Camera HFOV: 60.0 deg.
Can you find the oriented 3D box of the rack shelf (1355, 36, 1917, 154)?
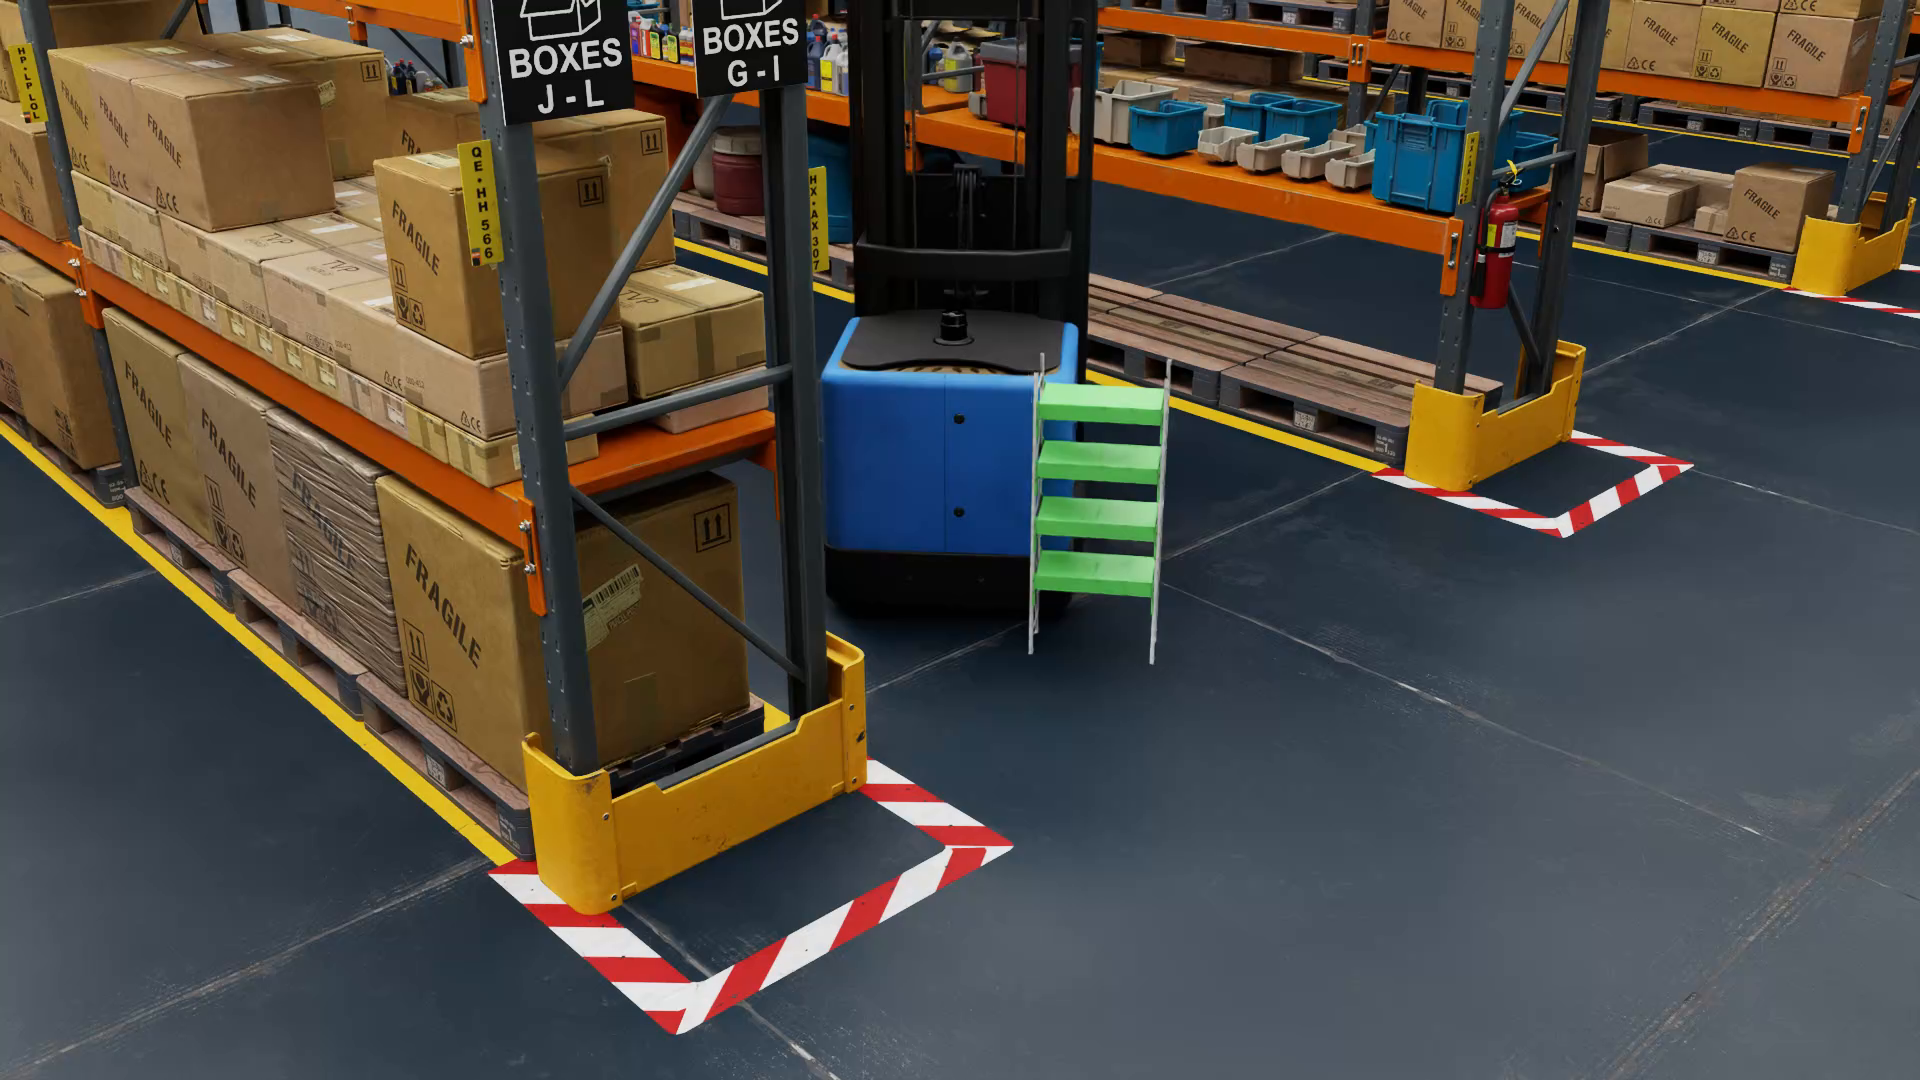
[{"bbox_3d":[5.005,-3.495,12.665,1.077,0.370,4.000,-21,32,-38],"label":"rack shelf"}]

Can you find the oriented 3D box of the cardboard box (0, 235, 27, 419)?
[{"bbox_3d":[-4.659,-1.303,9.045,0.875,0.875,1.225,22,33,40],"label":"cardboard box"}]

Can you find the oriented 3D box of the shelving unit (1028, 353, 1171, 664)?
[{"bbox_3d":[0.544,-0.114,6.554,0.503,1.200,0.258,4,25,8],"label":"shelving unit"}]

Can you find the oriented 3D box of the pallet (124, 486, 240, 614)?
[{"bbox_3d":[-3.133,-0.098,7.711,1.003,0.211,1.213,-21,32,-38],"label":"pallet"}]

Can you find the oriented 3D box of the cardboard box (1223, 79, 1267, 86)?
[{"bbox_3d":[2.777,-4.019,15.428,0.500,0.500,0.500,-21,32,-38],"label":"cardboard box"}]

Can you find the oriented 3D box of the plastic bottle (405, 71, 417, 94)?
[{"bbox_3d":[-5.664,-4.693,17.167,0.061,0.283,0.133,-21,32,-38],"label":"plastic bottle"}]

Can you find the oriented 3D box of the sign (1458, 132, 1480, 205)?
[{"bbox_3d":[2.364,-1.726,7.723,0.100,0.325,0.005,-21,32,-38],"label":"sign"}]

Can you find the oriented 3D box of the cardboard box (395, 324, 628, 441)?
[{"bbox_3d":[-1.386,-0.546,5.156,0.500,0.250,0.500,-22,32,-39],"label":"cardboard box"}]

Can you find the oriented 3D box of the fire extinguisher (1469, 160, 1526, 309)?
[{"bbox_3d":[2.526,-1.433,7.820,0.296,0.674,0.183,-21,32,-38],"label":"fire extinguisher"}]

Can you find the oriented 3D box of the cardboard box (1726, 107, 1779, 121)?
[{"bbox_3d":[8.029,-4.480,16.462,0.700,0.500,0.500,-22,32,-39],"label":"cardboard box"}]

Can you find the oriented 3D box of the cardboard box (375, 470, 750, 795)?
[{"bbox_3d":[-1.357,0.197,5.759,0.875,0.875,0.875,-21,32,-38],"label":"cardboard box"}]

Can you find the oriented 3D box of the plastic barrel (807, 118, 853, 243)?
[{"bbox_3d":[-0.823,-2.645,11.956,0.600,0.901,0.708,-21,32,-38],"label":"plastic barrel"}]

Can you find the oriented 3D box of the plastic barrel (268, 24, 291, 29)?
[{"bbox_3d":[-7.676,-5.542,18.775,0.421,0.512,0.421,0,25,0],"label":"plastic barrel"}]

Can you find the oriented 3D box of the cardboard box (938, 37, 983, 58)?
[{"bbox_3d":[0.007,-5.080,17.403,0.500,0.311,0.500,-22,32,-39],"label":"cardboard box"}]

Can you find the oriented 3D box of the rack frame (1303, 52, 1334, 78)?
[{"bbox_3d":[4.518,-7.047,19.583,1.000,3.000,0.127,-21,32,-38],"label":"rack frame"}]

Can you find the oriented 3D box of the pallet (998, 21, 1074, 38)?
[{"bbox_3d":[1.299,-7.184,23.242,1.003,0.211,1.213,-21,32,-38],"label":"pallet"}]

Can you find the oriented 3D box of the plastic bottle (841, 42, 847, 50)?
[{"bbox_3d":[-0.762,-3.454,11.856,0.152,0.276,0.135,-21,32,-38],"label":"plastic bottle"}]

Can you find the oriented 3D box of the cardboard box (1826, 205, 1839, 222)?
[{"bbox_3d":[6.337,-2.344,12.179,0.380,0.149,0.250,-21,32,-38],"label":"cardboard box"}]

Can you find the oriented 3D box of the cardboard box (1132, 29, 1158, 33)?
[{"bbox_3d":[2.689,-6.961,21.877,0.700,0.500,0.500,-22,32,-39],"label":"cardboard box"}]

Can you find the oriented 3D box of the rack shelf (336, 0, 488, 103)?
[{"bbox_3d":[-2.228,-2.051,5.884,1.077,0.370,4.000,-21,32,-38],"label":"rack shelf"}]

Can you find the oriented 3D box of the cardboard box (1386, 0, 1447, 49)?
[{"bbox_3d":[3.788,-4.242,13.315,0.500,0.500,0.500,-20,31,-37],"label":"cardboard box"}]

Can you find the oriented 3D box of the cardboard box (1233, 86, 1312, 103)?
[{"bbox_3d":[2.760,-3.712,14.754,0.500,0.500,0.500,-21,32,-38],"label":"cardboard box"}]

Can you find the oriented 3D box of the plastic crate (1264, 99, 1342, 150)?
[{"bbox_3d":[1.926,-2.331,9.375,0.416,0.233,0.300,-21,32,-38],"label":"plastic crate"}]

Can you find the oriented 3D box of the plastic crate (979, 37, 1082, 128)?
[{"bbox_3d":[0.447,-2.739,9.991,0.402,0.464,0.583,-21,32,-38],"label":"plastic crate"}]

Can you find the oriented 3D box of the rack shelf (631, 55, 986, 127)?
[{"bbox_3d":[-1.347,-3.303,12.243,1.077,0.370,4.000,-21,32,-38],"label":"rack shelf"}]

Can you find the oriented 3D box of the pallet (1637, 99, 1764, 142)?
[{"bbox_3d":[7.715,-4.314,16.952,1.003,0.211,1.213,-21,32,-38],"label":"pallet"}]

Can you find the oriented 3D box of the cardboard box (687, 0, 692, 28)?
[{"bbox_3d":[-2.984,-6.517,20.326,0.500,0.500,0.500,-21,32,-38],"label":"cardboard box"}]

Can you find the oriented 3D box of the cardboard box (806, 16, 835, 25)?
[{"bbox_3d":[-1.729,-5.852,19.094,0.500,0.311,0.500,-21,32,-38],"label":"cardboard box"}]

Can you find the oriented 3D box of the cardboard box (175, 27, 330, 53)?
[{"bbox_3d":[-3.086,-1.964,7.361,0.500,0.500,0.500,-20,31,-37],"label":"cardboard box"}]

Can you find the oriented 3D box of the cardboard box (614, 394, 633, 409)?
[{"bbox_3d":[-1.039,-0.572,5.692,0.380,0.149,0.250,-22,32,-39],"label":"cardboard box"}]

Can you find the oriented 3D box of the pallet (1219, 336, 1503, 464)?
[{"bbox_3d":[2.219,-0.805,9.260,1.003,0.211,1.213,-21,32,-38],"label":"pallet"}]

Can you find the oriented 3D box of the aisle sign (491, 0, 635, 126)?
[{"bbox_3d":[-1.031,-1.483,4.256,0.394,0.787,0.004,-21,32,-38],"label":"aisle sign"}]

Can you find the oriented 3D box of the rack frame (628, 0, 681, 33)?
[{"bbox_3d":[-2.714,-4.236,13.422,1.000,3.000,0.127,-21,32,-38],"label":"rack frame"}]

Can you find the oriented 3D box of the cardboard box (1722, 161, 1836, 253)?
[{"bbox_3d":[5.821,-2.375,11.823,0.500,0.500,0.500,-21,32,-38],"label":"cardboard box"}]

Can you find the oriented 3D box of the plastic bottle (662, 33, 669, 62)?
[{"bbox_3d":[-2.187,-3.700,12.485,0.097,0.201,0.097,0,25,0],"label":"plastic bottle"}]

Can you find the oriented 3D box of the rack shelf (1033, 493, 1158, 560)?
[{"bbox_3d":[0.544,-0.056,6.580,0.480,0.148,0.258,4,25,8],"label":"rack shelf"}]

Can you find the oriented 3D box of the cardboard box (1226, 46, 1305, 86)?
[{"bbox_3d":[2.802,-4.351,15.252,0.500,0.250,0.500,-21,32,-38],"label":"cardboard box"}]

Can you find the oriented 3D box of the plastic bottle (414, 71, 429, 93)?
[{"bbox_3d":[-5.587,-4.720,17.235,0.152,0.276,0.135,-20,31,-37],"label":"plastic bottle"}]

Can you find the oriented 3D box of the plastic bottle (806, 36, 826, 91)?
[{"bbox_3d":[-0.973,-3.244,11.306,0.144,0.351,0.185,-21,32,-38],"label":"plastic bottle"}]

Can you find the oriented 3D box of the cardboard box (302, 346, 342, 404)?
[{"bbox_3d":[-2.044,-0.617,5.791,0.380,0.149,0.250,-22,33,-40],"label":"cardboard box"}]

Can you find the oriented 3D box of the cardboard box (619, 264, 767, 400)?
[{"bbox_3d":[-0.992,-0.697,5.486,0.500,0.250,0.500,-22,33,-40],"label":"cardboard box"}]

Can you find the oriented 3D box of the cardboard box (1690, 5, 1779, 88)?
[{"bbox_3d":[5.510,-3.477,11.637,0.500,0.500,0.500,-21,32,-38],"label":"cardboard box"}]

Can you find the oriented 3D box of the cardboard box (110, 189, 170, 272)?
[{"bbox_3d":[-3.129,-1.318,6.847,0.500,0.250,0.500,-21,32,-39],"label":"cardboard box"}]

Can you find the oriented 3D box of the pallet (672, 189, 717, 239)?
[{"bbox_3d":[-2.145,-2.741,13.503,1.003,0.211,1.213,-21,32,-38],"label":"pallet"}]

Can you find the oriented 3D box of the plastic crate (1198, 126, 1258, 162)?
[{"bbox_3d":[1.453,-2.170,9.137,0.298,0.136,0.250,-21,32,-38],"label":"plastic crate"}]

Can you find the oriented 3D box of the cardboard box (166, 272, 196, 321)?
[{"bbox_3d":[-2.920,-1.005,6.643,0.380,0.149,0.250,-22,32,-39],"label":"cardboard box"}]

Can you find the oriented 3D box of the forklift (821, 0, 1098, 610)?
[{"bbox_3d":[0.077,-1.618,7.765,1.130,2.935,3.031,2,25,5],"label":"forklift"}]

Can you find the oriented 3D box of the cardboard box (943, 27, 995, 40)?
[{"bbox_3d":[0.049,-5.390,18.081,0.500,0.311,0.500,-22,33,-40],"label":"cardboard box"}]

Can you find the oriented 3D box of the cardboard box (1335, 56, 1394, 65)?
[{"bbox_3d":[4.925,-6.000,19.372,0.750,0.750,0.750,-22,32,-39],"label":"cardboard box"}]

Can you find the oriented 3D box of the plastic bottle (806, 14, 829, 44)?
[{"bbox_3d":[-1.049,-3.710,12.327,0.144,0.351,0.185,-21,32,-38],"label":"plastic bottle"}]

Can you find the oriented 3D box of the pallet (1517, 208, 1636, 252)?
[{"bbox_3d":[4.945,-2.582,13.155,1.003,0.211,1.213,-21,32,-38],"label":"pallet"}]

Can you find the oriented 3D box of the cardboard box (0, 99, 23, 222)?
[{"bbox_3d":[-4.447,-1.881,8.139,0.500,0.500,0.500,-20,31,-37],"label":"cardboard box"}]
